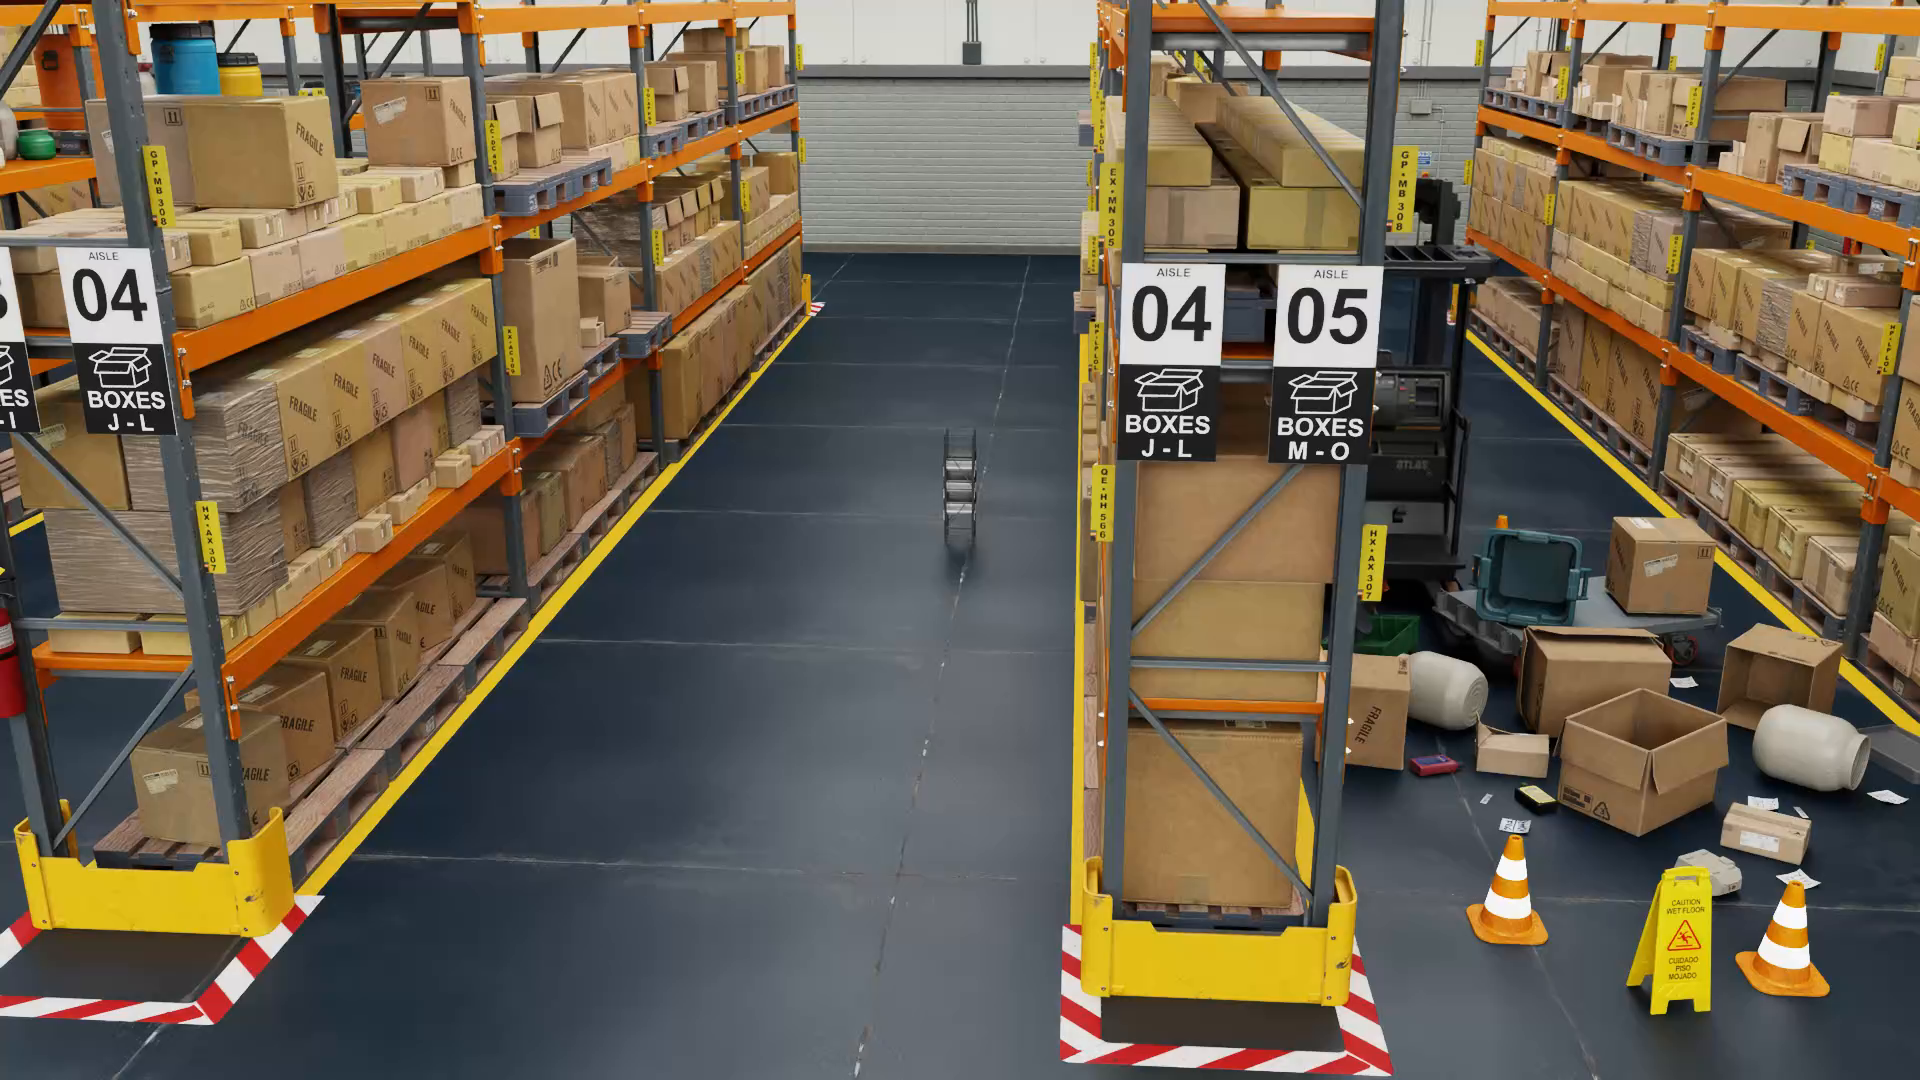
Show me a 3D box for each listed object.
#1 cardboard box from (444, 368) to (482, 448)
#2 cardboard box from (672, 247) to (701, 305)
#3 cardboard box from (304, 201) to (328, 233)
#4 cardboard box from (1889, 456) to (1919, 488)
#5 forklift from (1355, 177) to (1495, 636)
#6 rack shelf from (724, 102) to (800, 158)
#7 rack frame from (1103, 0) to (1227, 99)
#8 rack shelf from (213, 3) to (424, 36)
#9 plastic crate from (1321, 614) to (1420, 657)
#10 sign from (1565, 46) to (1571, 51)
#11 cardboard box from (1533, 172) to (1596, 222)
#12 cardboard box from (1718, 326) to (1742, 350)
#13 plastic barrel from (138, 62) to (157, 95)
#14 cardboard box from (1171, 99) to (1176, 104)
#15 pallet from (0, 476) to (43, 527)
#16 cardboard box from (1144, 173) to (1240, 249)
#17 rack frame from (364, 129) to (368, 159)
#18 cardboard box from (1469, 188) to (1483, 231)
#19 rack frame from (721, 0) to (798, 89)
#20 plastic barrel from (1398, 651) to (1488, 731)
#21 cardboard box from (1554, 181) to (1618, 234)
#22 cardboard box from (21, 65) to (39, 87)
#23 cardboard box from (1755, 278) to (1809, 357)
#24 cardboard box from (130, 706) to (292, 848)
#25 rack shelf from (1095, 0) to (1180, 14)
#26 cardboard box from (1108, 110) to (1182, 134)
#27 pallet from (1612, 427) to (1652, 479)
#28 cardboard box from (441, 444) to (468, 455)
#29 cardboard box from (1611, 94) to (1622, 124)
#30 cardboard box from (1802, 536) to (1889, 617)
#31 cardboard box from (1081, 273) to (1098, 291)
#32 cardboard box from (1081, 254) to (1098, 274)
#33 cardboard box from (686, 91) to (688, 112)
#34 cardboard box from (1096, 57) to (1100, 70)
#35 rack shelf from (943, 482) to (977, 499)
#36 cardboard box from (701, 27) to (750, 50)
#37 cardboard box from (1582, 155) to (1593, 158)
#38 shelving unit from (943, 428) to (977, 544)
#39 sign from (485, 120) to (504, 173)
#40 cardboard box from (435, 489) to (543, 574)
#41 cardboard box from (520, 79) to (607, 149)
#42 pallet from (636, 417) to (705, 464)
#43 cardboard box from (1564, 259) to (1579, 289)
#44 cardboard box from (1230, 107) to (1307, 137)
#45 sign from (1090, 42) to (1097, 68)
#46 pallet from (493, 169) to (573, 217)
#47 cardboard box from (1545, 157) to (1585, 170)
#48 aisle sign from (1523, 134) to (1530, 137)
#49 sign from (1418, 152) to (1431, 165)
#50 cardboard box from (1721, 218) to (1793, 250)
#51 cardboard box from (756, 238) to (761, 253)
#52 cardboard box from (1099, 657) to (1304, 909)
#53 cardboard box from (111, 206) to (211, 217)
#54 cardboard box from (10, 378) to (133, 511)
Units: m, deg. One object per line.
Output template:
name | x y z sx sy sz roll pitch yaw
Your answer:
cardboard box | -3.618 -0.905 10.730 0.875 0.500 0.500 1 18 4
cardboard box | -2.863 -2.609 16.407 0.500 0.500 0.500 1 18 3
cardboard box | -3.433 -1.640 8.393 0.380 0.149 0.250 0 18 1
cardboard box | 6.018 -0.423 10.301 0.380 0.149 0.250 1 18 4
forklift | 3.073 -1.039 11.887 1.130 2.935 3.031 1 18 4
rack shelf | -2.807 -5.044 20.337 1.077 0.370 4.000 1 18 4
rack frame | 1.703 -4.806 13.638 1.000 3.000 0.127 1 18 4
rack shelf | -7.747 -6.390 20.270 1.077 0.370 4.000 1 18 4
plastic crate | 2.711 0.680 10.955 0.450 0.188 0.662 0 15 35
sign | 7.761 -6.153 21.270 0.100 0.325 0.005 1 18 4
cardboard box | 6.693 -3.793 18.417 0.500 0.500 0.500 1 18 3
cardboard box | 6.279 -1.603 13.228 0.380 0.149 0.250 1 18 4
plastic barrel | -8.200 -4.451 16.480 0.433 0.535 0.433 0 18 0
cardboard box | 2.009 -3.599 14.612 0.500 0.500 0.500 1 18 4
pallet | -8.361 -0.265 13.892 1.003 0.211 1.213 1 18 4
cardboard box | 0.886 -1.371 6.901 0.500 0.250 0.500 2 18 5
rack frame | -7.604 -4.692 22.926 1.000 3.000 0.127 1 18 4
cardboard box | 6.900 -4.265 21.462 0.500 0.500 0.500 1 18 3
rack frame | -2.663 -7.433 21.654 1.000 3.000 0.127 1 18 4
plastic barrel | 2.865 0.898 10.002 0.512 0.421 0.421 17 25 41
cardboard box | 6.616 -3.511 17.553 0.500 0.500 0.500 1 18 5
cardboard box | -12.362 -6.075 21.767 0.500 0.250 0.500 1 18 4
cardboard box | 6.279 -1.647 12.321 0.500 0.500 0.500 1 18 2
cardboard box | -3.749 1.182 8.337 0.500 0.500 0.500 5 19 14
rack shelf | 2.133 -6.326 19.437 1.077 0.370 4.000 1 18 4
cardboard box | 0.961 -2.144 8.619 0.380 0.149 0.250 1 18 4
pallet | 6.779 -0.794 15.507 1.003 0.211 1.213 1 18 4
cardboard box | -3.351 -0.508 10.560 0.380 0.149 0.250 1 18 4
cardboard box | 6.454 -4.120 15.902 0.396 0.266 0.258 3 18 8
cardboard box | 6.396 0.253 11.380 0.950 0.372 0.625 2 18 5
cardboard box | 1.284 -2.340 14.999 0.380 0.149 0.250 2 18 5
cardboard box | 1.281 -2.480 14.949 0.380 0.149 0.250 1 18 2
cardboard box | -3.119 -4.583 17.245 0.500 0.311 0.500 1 18 2
cardboard box | 1.880 -5.888 20.556 0.380 0.149 0.250 2 18 5
rack shelf | 0.001 -0.398 13.301 0.258 0.077 0.200 1 18 4
cardboard box | -2.818 -6.031 19.994 0.500 0.250 0.500 1 18 2
cardboard box | 7.273 -4.277 18.852 0.380 0.149 0.250 1 18 4
shelving unit | 0.001 -0.430 13.291 0.258 0.900 0.210 1 18 4
sign | -2.982 -2.516 10.637 0.100 0.325 0.005 1 18 4
cardboard box | -3.458 -0.066 12.115 0.700 0.500 0.500 0 18 0
cardboard box | -3.098 -3.341 13.021 0.500 0.500 0.500 2 18 5
pallet | -3.105 -1.015 16.182 1.003 0.211 1.213 1 18 4
cardboard box | 6.604 -2.755 17.255 0.500 0.250 0.500 1 18 3
cardboard box | 1.636 -2.209 8.819 0.380 0.149 0.250 1 18 4
sign | 1.735 -6.292 21.588 0.100 0.325 0.005 1 18 4
pallet | -3.373 -2.380 11.354 1.213 0.211 1.003 1 18 4
cardboard box | 6.794 -4.208 18.641 0.380 0.149 0.250 1 18 4
aisle sign | 7.536 -5.611 21.555 0.394 0.787 0.004 1 18 4
sign | 7.558 -6.261 27.279 0.327 0.218 0.001 1 18 4
cardboard box | 6.927 -2.546 14.610 0.500 0.500 0.500 1 18 2
cardboard box | -2.560 -3.468 19.592 0.380 0.149 0.250 2 18 6
cardboard box | 1.112 1.128 7.902 0.875 0.875 0.875 1 18 4
cardboard box | -3.920 -1.567 8.173 0.380 0.149 0.250 2 18 5
cardboard box | -4.017 -0.453 7.743 0.500 0.500 0.500 1 18 4
